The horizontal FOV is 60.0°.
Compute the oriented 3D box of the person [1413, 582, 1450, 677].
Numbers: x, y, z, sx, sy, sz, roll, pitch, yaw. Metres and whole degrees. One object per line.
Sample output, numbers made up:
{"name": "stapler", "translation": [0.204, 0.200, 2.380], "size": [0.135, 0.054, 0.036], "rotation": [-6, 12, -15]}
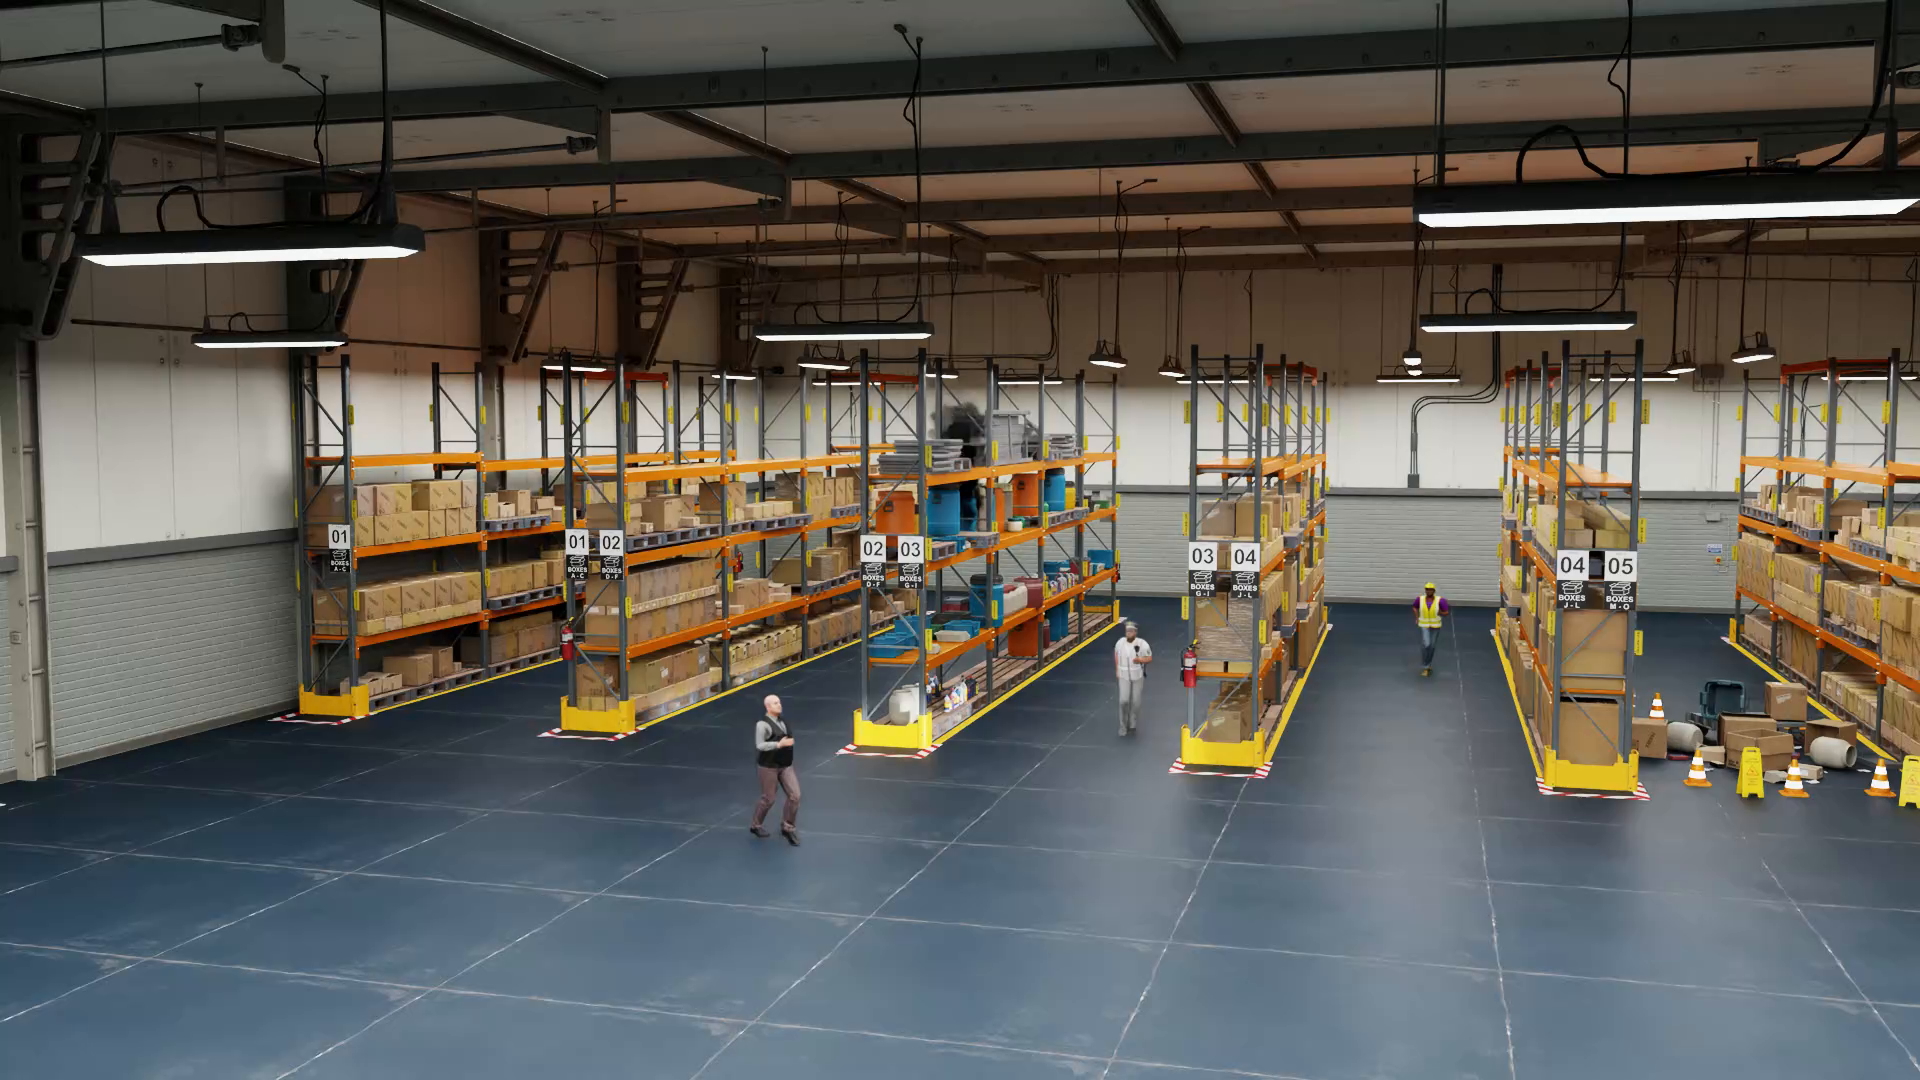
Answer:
{"name": "person", "translation": [9.098, 1.725, 32.117], "size": [0.664, 1.833, 0.783], "rotation": [1, 4, 11]}

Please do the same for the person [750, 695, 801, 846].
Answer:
{"name": "person", "translation": [-2.152, 2.689, 19.405], "size": [0.734, 1.774, 0.639], "rotation": [3, 5, 39]}

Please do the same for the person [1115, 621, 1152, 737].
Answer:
{"name": "person", "translation": [2.702, 2.189, 26.049], "size": [0.624, 1.859, 0.764], "rotation": [1, 4, 13]}
